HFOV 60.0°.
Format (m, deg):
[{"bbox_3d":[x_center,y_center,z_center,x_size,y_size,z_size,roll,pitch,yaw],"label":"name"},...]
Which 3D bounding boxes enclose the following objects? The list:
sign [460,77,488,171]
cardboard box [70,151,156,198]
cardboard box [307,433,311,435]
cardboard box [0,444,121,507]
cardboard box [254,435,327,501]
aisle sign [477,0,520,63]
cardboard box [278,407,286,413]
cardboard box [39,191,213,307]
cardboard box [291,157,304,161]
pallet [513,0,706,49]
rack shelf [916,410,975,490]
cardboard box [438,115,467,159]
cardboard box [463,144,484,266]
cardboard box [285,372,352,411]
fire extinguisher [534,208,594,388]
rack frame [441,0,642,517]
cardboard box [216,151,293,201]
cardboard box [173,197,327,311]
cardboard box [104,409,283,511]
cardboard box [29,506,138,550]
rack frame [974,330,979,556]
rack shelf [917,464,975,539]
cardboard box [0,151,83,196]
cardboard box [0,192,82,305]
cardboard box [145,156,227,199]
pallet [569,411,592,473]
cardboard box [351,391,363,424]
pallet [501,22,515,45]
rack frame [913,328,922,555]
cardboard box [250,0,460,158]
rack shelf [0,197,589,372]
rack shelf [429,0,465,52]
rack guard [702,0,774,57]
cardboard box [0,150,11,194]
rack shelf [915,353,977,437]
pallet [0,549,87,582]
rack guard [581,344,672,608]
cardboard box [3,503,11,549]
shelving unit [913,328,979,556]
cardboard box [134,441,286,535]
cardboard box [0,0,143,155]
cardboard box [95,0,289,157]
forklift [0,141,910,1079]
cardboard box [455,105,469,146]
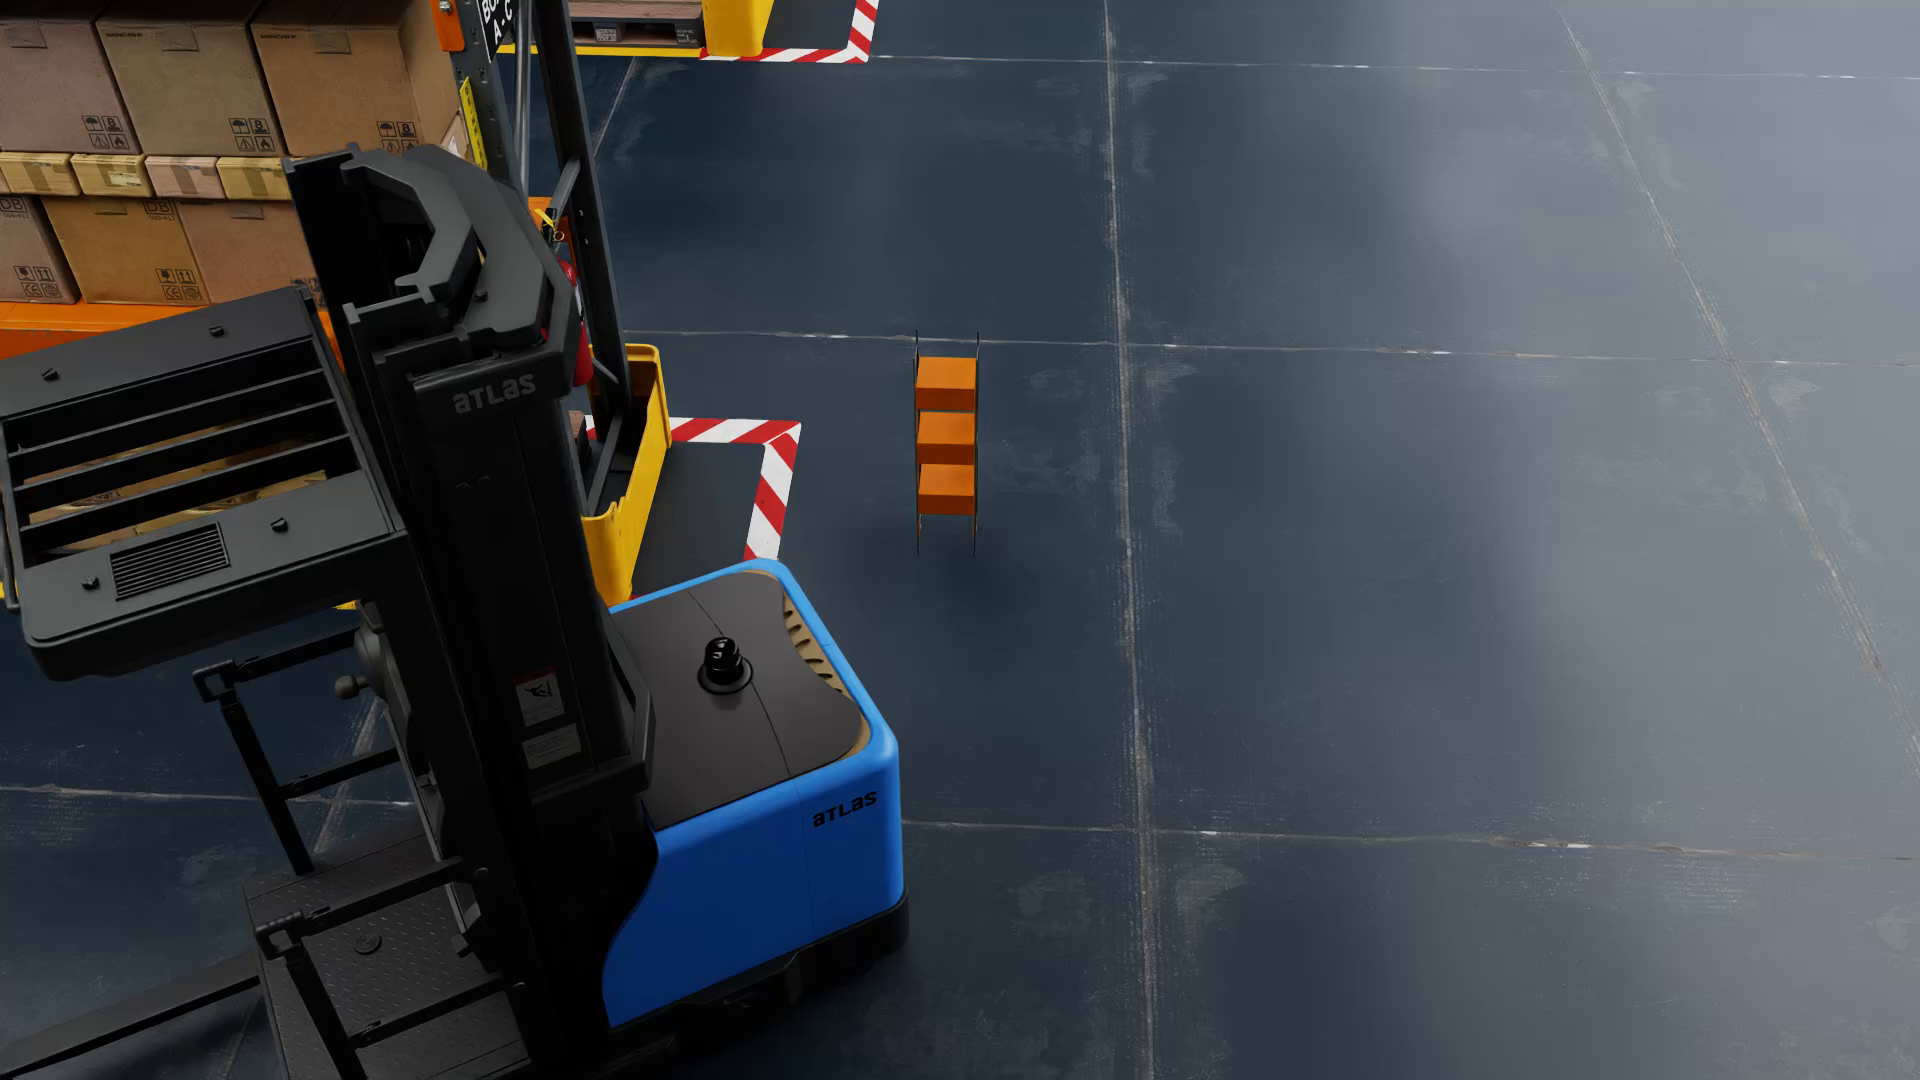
[{"bbox_3d":[-1.601,-1.356,5.482,0.005,0.325,0.100,2,43,2],"label":"sign"},{"bbox_3d":[-2.983,-1.402,6.006,0.250,0.149,0.380,3,43,3],"label":"cardboard box"},{"bbox_3d":[-2.588,-0.543,7.341,0.500,0.250,0.500,2,43,2],"label":"cardboard box"},{"bbox_3d":[-3.611,-0.487,6.732,0.500,0.500,0.500,2,43,2],"label":"cardboard box"},{"bbox_3d":[-2.611,-0.185,6.957,0.500,0.250,0.500,2,43,2],"label":"cardboard box"},{"bbox_3d":[-1.510,-1.964,5.250,0.004,0.787,0.394,2,43,2],"label":"aisle sign"},{"bbox_3d":[-3.088,-0.825,7.094,0.500,0.500,0.500,2,43,2],"label":"cardboard box"},{"bbox_3d":[-3.049,-1.306,6.378,0.500,0.500,0.700,2,43,2],"label":"cardboard box"},{"bbox_3d":[-2.214,-1.378,5.979,0.250,0.149,0.380,3,43,3],"label":"cardboard box"},{"bbox_3d":[-2.225,-3.566,10.923,1.213,0.211,1.003,2,43,2],"label":"pallet"},{"bbox_3d":[-0.053,-0.378,6.901,0.240,0.259,0.215,2,43,2],"label":"rack shelf"},{"bbox_3d":[-1.953,-1.371,5.971,0.250,0.149,0.380,1,43,1],"label":"cardboard box"},{"bbox_3d":[-2.028,-1.274,6.344,0.500,0.500,0.700,2,43,2],"label":"cardboard box"},{"bbox_3d":[-2.588,-0.819,7.087,0.500,0.500,0.500,2,43,2],"label":"cardboard box"},{"bbox_3d":[-1.465,-0.866,6.036,0.183,0.674,0.296,2,43,2],"label":"fire extinguisher"},{"bbox_3d":[-1.562,-1.215,6.353,0.127,3.000,1.000,2,43,2],"label":"rack frame"},{"bbox_3d":[-2.470,-1.385,5.987,0.250,0.149,0.380,1,43,1],"label":"cardboard box"},{"bbox_3d":[-2.553,-1.287,6.358,0.500,0.500,0.700,3,43,3],"label":"cardboard box"},{"bbox_3d":[-3.111,-0.471,6.714,0.500,0.500,0.500,2,43,2],"label":"cardboard box"},{"bbox_3d":[-3.610,-0.215,6.990,0.500,0.250,0.500,2,43,2],"label":"cardboard box"},{"bbox_3d":[0.068,-0.382,6.890,0.008,1.050,0.200,2,43,2],"label":"rack frame"},{"bbox_3d":[-0.053,-0.175,7.091,0.240,0.259,0.215,2,43,2],"label":"rack shelf"},{"bbox_3d":[-3.246,-1.409,6.013,0.250,0.149,0.380,3,43,3],"label":"cardboard box"},{"bbox_3d":[-3.575,-1.320,6.393,0.500,0.500,0.700,3,43,3],"label":"cardboard box"},{"bbox_3d":[-2.721,-1.395,5.997,0.250,0.149,0.380,2,43,2],"label":"cardboard box"},{"bbox_3d":[-2.328,-0.189,7.298,1.213,0.211,1.003,2,43,2],"label":"pallet"},{"bbox_3d":[-2.112,-0.450,6.692,0.500,0.500,0.500,2,43,2],"label":"cardboard box"},{"bbox_3d":[-3.440,-3.605,10.965,1.213,0.211,1.003,2,43,2],"label":"pallet"},{"bbox_3d":[-0.175,-0.390,6.898,0.008,1.050,0.200,2,43,2],"label":"rack frame"},{"bbox_3d":[-2.081,-1.751,5.903,0.500,0.500,0.700,2,43,2],"label":"cardboard box"},{"bbox_3d":[-3.560,-1.013,6.664,4.000,0.370,1.077,2,43,2],"label":"rack shelf"},{"bbox_3d":[-3.560,-2.110,5.642,4.000,0.370,1.077,2,43,2],"label":"rack shelf"},{"bbox_3d":[-1.414,-3.643,10.794,0.348,0.500,1.175,2,43,2],"label":"rack guard"},{"bbox_3d":[-3.502,-1.417,6.021,0.250,0.149,0.380,1,43,1],"label":"cardboard box"},{"bbox_3d":[-0.053,-0.586,6.708,0.240,0.259,0.215,2,43,2],"label":"rack shelf"},{"bbox_3d":[-3.544,-0.229,7.341,1.213,0.211,1.003,2,43,2],"label":"pallet"},{"bbox_3d":[-1.538,-0.299,7.205,0.348,0.500,1.175,2,43,2],"label":"rack guard"},{"bbox_3d":[-4.110,-0.227,7.002,0.500,0.250,0.500,2,43,2],"label":"cardboard box"},{"bbox_3d":[-0.053,-0.386,6.894,0.252,1.050,0.215,2,43,2],"label":"shelving unit"},{"bbox_3d":[-3.111,-0.199,6.972,0.500,0.250,0.500,2,43,2],"label":"cardboard box"},{"bbox_3d":[-3.110,-1.778,5.933,0.500,0.500,0.700,2,43,2],"label":"cardboard box"},{"bbox_3d":[-2.607,-1.763,5.917,0.500,0.500,0.700,1,43,1],"label":"cardboard box"},{"bbox_3d":[-1.722,0.505,4.557,3.031,2.935,1.130,-19,46,-20],"label":"forklift"},{"bbox_3d":[-1.945,-1.647,6.268,0.250,0.149,0.380,1,43,2],"label":"cardboard box"}]
